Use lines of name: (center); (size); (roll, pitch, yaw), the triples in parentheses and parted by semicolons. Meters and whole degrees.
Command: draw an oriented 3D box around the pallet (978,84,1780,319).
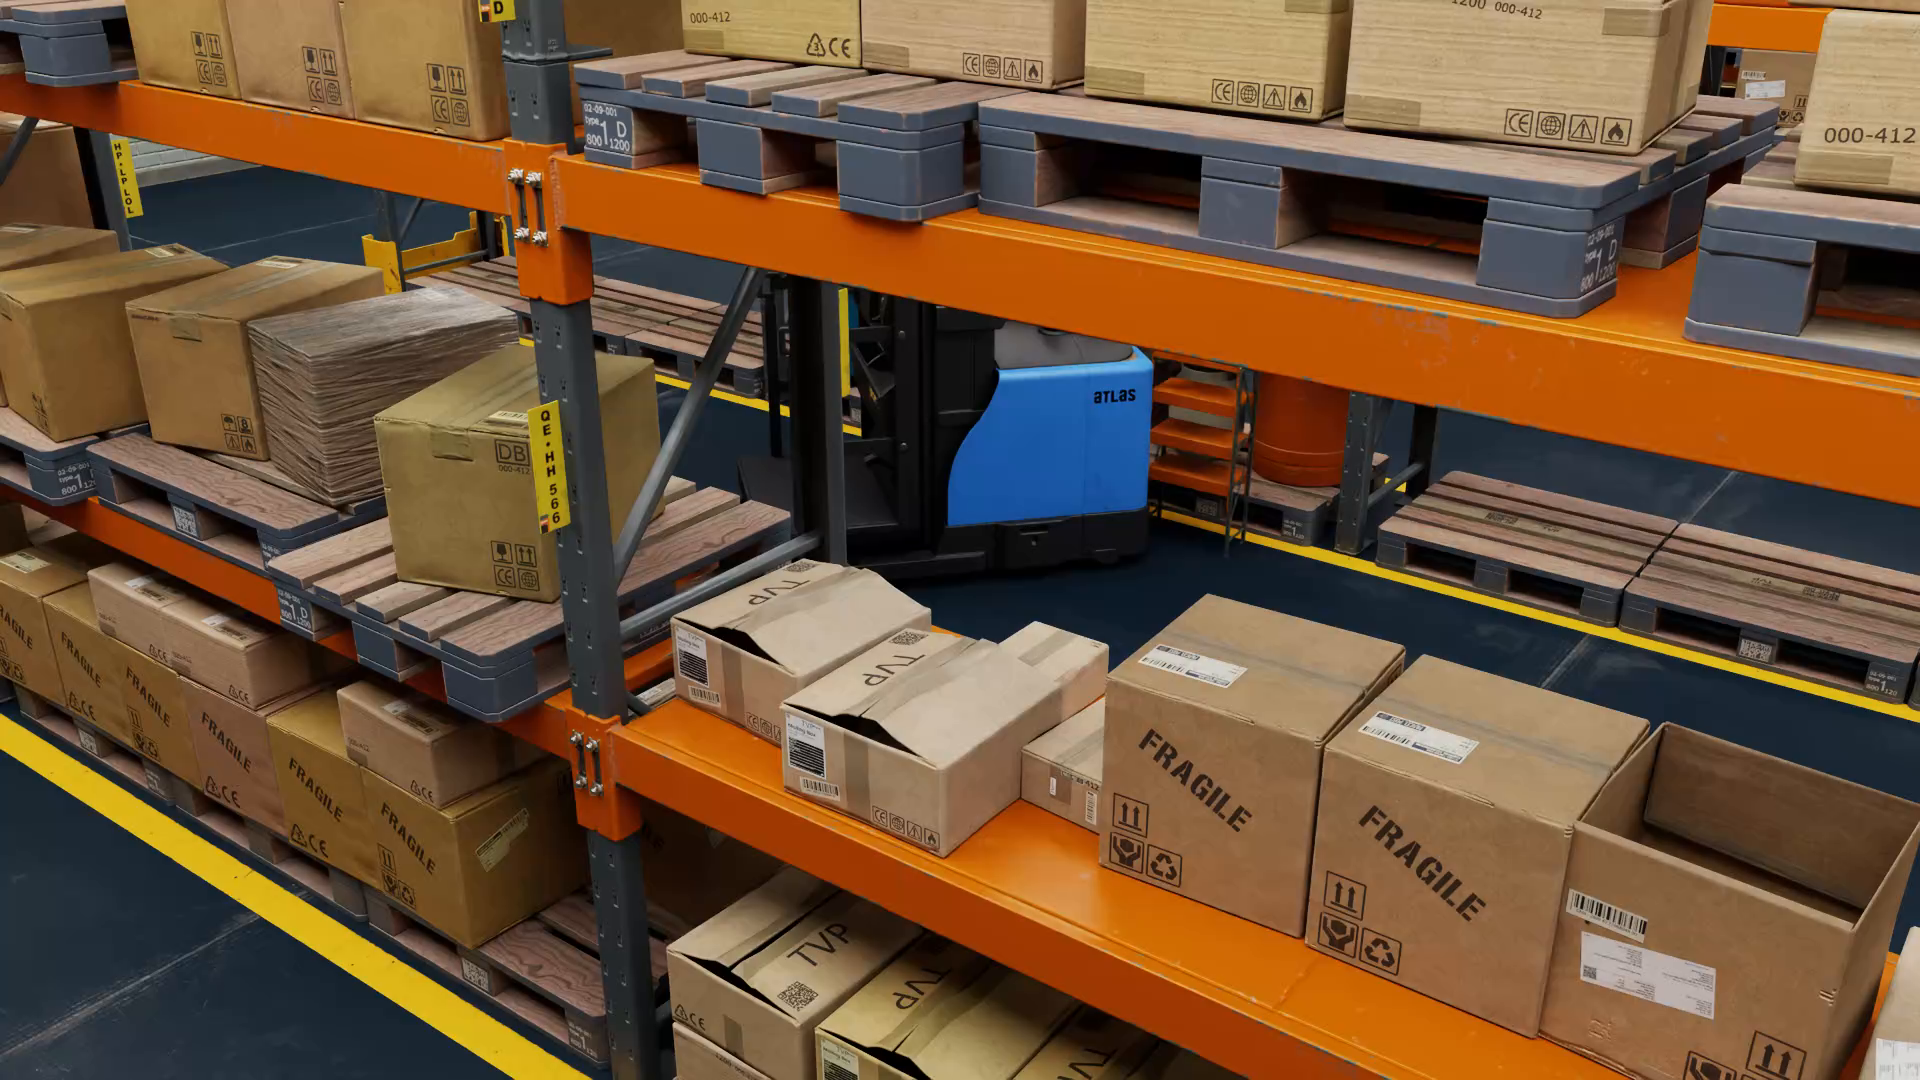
pallet: (0.802, -0.743, 3.230); (1.213, 0.211, 1.003); (18, 30, 36)

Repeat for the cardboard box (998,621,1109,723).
cardboard box: (0.194, 0.382, 4.475); (0.250, 0.149, 0.380); (17, 29, 33)

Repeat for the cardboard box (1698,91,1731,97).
cardboard box: (7.194, -4.224, 16.265); (0.500, 0.250, 0.500); (17, 29, 34)

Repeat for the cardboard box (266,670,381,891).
cardboard box: (-1.994, 0.805, 5.757); (0.500, 0.500, 0.500); (16, 28, 31)

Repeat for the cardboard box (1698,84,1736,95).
cardboard box: (7.497, -4.392, 16.646); (0.500, 0.250, 0.500); (16, 29, 33)

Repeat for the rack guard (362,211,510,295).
rack guard: (-4.146, -2.251, 13.239); (0.348, 0.500, 1.175); (17, 29, 33)

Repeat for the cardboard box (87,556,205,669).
cardboard box: (-2.851, 0.208, 6.182); (0.500, 0.250, 0.500); (17, 29, 33)

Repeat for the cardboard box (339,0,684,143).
cardboard box: (-1.060, -1.375, 4.306); (0.500, 0.500, 0.910); (17, 29, 33)

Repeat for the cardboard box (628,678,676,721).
cardboard box: (-1.306, 0.754, 5.873); (0.500, 0.500, 0.500); (16, 28, 31)

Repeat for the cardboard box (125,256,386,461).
cardboard box: (-2.441, -0.660, 5.882); (0.500, 0.500, 0.700); (9, 25, 20)

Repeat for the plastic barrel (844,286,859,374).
plastic barrel: (-0.493, -1.521, 10.564); (0.708, 0.901, 0.600); (17, 29, 33)

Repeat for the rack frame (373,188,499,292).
rack frame: (-4.119, -3.393, 12.732); (0.127, 3.000, 1.000); (17, 29, 33)

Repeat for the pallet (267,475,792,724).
pallet: (-1.275, 0.085, 5.075); (1.003, 0.211, 1.213); (17, 29, 33)

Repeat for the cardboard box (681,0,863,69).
cardboard box: (-0.294, -1.266, 3.849); (0.500, 0.250, 0.500); (14, 28, 29)

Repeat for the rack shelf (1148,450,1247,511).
rack shelf: (1.222, -0.310, 8.616); (0.480, 0.148, 0.258); (15, 28, 29)

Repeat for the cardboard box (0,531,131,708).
cardboard box: (-3.651, 0.309, 6.882); (0.500, 0.500, 0.500); (15, 28, 31)

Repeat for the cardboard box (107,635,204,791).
cardboard box: (-2.822, 0.558, 6.318); (0.500, 0.500, 0.500); (17, 29, 34)

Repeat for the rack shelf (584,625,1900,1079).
rack shelf: (0.909, 0.951, 3.763); (4.000, 0.370, 1.077); (17, 29, 33)

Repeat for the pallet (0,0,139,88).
pallet: (-2.580, -1.685, 5.368); (1.003, 0.211, 1.213); (17, 29, 33)

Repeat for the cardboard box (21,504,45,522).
cardboard box: (-4.796, -0.111, 8.250); (0.250, 0.166, 0.380); (17, 29, 33)

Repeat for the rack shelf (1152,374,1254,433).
rack shelf: (1.228, -0.695, 8.443); (0.480, 0.148, 0.258); (15, 28, 29)

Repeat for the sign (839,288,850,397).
sign: (-0.361, -0.571, 4.891); (0.005, 0.325, 0.100); (17, 29, 33)

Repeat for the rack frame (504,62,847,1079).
rack frame: (-0.691, 0.138, 4.716); (0.127, 3.000, 1.000); (17, 29, 33)

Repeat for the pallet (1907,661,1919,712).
pallet: (4.832, 0.607, 7.110); (1.213, 0.211, 1.003); (17, 29, 33)

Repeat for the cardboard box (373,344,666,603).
cardboard box: (-1.262, -0.216, 4.874); (0.500, 0.500, 0.700); (7, 25, 16)

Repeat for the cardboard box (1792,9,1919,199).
cardboard box: (1.581, -0.675, 2.506); (0.500, 0.250, 0.500); (14, 27, 28)

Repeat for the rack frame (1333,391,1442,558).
rack frame: (2.283, -1.459, 8.341); (0.127, 3.000, 1.000); (17, 29, 33)

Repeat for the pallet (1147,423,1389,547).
pallet: (1.627, -0.360, 9.305); (1.213, 0.211, 1.003); (17, 29, 33)

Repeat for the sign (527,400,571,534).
sign: (-1.009, -0.178, 4.096); (0.005, 0.325, 0.100); (17, 29, 33)

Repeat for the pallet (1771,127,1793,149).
pallet: (5.887, -2.831, 11.693); (1.003, 0.211, 1.213); (17, 29, 33)

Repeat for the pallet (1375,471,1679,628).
pallet: (2.879, 0.017, 8.450); (1.213, 0.211, 1.003); (17, 29, 33)

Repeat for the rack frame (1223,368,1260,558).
rack frame: (1.431, -0.496, 8.388); (0.015, 1.200, 0.240); (15, 28, 29)

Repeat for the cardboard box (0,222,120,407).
cardboard box: (-3.647, -0.880, 6.382); (0.500, 0.500, 0.700); (7, 25, 16)

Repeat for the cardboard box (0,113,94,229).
cardboard box: (-4.100, -1.537, 7.154); (0.500, 0.500, 0.500); (18, 29, 35)

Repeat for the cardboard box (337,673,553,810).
cardboard box: (-1.628, 0.575, 5.349); (0.500, 0.250, 0.500); (18, 30, 35)

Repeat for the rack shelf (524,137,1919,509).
rack shelf: (0.909, -0.421, 3.158); (4.000, 0.370, 1.077); (17, 29, 33)

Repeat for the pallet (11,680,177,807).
pallet: (-3.218, 0.632, 7.055); (1.213, 0.211, 1.003); (17, 29, 33)

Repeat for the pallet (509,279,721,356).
pallet: (-2.510, -1.610, 12.143); (1.213, 0.211, 1.003); (17, 29, 33)

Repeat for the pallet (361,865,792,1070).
pallet: (-1.266, 1.222, 5.715); (1.213, 0.211, 1.003); (17, 29, 33)

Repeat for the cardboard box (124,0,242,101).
cardboard box: (-1.884, -1.624, 4.871); (0.500, 0.500, 0.910); (17, 29, 33)

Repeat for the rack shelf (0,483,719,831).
rack shelf: (-2.291, -0.016, 5.959); (4.000, 0.370, 1.077); (17, 29, 33)

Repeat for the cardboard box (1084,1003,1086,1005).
cardboard box: (0.296, 1.119, 4.685); (0.500, 0.311, 0.500); (16, 29, 33)

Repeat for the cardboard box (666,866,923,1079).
cardboard box: (-0.448, 1.169, 4.570); (0.500, 0.311, 0.500); (18, 29, 35)

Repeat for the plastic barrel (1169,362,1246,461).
plastic barrel: (1.376, -0.733, 9.258); (0.421, 0.512, 0.421); (0, 24, 0)

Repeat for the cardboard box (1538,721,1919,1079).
cardboard box: (1.484, 0.741, 3.223); (0.500, 0.500, 0.500); (19, 30, 37)

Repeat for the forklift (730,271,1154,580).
forklift: (-0.613, -1.287, 8.036); (3.031, 2.935, 1.130); (-5, 24, -11)

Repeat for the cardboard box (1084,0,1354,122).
cardboard box: (0.587, -1.003, 3.252); (0.500, 0.250, 0.500); (16, 28, 32)

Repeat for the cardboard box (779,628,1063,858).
cardboard box: (-0.091, 0.458, 4.101); (0.500, 0.311, 0.500); (16, 29, 33)

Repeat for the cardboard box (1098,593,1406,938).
cardboard box: (0.662, 0.493, 3.787); (0.500, 0.500, 0.500); (15, 28, 31)

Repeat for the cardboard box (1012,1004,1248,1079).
cardboard box: (0.384, 1.418, 4.006); (0.500, 0.311, 0.500); (16, 28, 32)

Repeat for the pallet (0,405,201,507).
pallet: (-3.318, -0.513, 6.431); (1.213, 0.211, 1.003); (17, 29, 33)

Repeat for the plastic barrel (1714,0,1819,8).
plastic barrel: (3.333, -2.601, 6.681); (0.708, 0.830, 0.600); (17, 29, 33)

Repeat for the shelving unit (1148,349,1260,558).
shelving unit: (1.226, -0.553, 8.507); (0.503, 1.200, 0.258); (15, 28, 29)
